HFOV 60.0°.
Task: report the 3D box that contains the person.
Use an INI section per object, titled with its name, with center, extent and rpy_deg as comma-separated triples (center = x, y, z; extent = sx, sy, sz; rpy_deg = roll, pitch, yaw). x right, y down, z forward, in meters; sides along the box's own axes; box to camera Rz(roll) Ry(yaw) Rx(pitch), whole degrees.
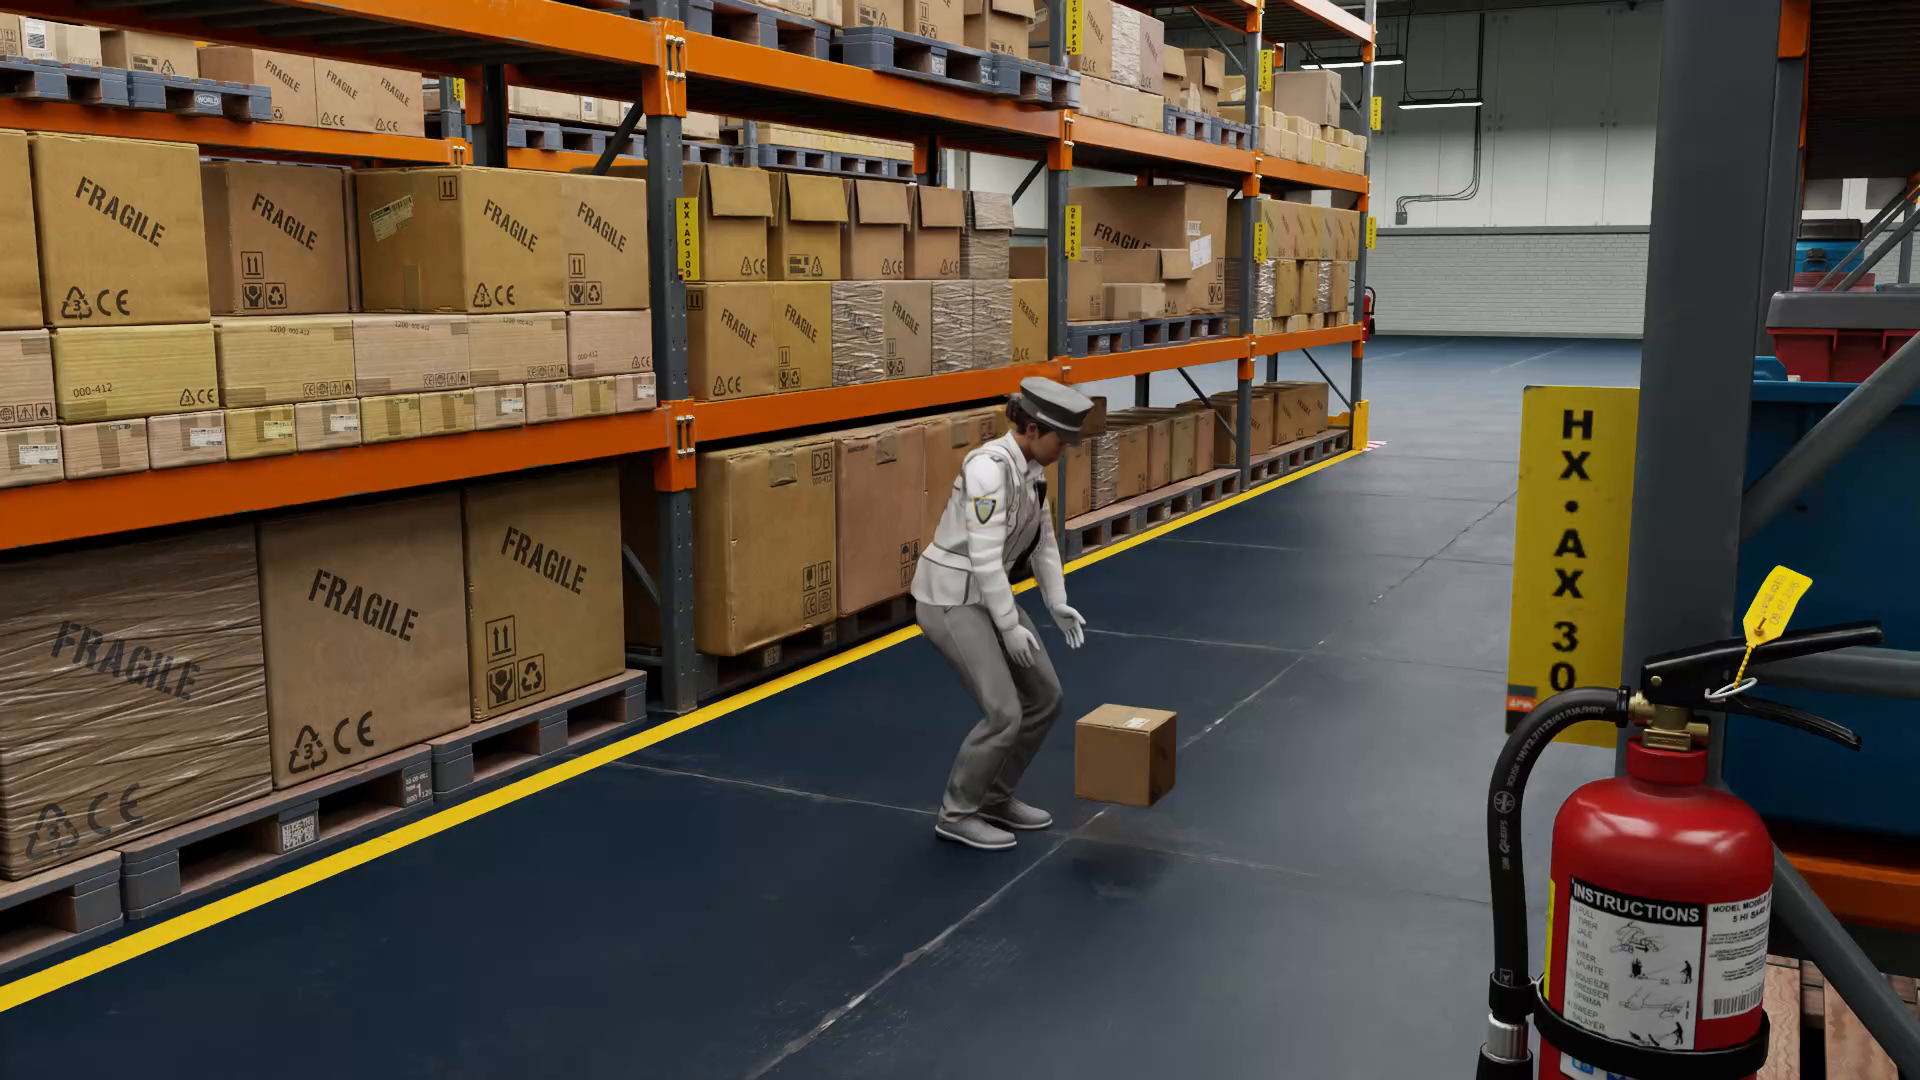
[person]
center = 0.152, 0.228, 5.445
extent = 0.591, 1.522, 0.526
rpy_deg = 5, 10, 27
